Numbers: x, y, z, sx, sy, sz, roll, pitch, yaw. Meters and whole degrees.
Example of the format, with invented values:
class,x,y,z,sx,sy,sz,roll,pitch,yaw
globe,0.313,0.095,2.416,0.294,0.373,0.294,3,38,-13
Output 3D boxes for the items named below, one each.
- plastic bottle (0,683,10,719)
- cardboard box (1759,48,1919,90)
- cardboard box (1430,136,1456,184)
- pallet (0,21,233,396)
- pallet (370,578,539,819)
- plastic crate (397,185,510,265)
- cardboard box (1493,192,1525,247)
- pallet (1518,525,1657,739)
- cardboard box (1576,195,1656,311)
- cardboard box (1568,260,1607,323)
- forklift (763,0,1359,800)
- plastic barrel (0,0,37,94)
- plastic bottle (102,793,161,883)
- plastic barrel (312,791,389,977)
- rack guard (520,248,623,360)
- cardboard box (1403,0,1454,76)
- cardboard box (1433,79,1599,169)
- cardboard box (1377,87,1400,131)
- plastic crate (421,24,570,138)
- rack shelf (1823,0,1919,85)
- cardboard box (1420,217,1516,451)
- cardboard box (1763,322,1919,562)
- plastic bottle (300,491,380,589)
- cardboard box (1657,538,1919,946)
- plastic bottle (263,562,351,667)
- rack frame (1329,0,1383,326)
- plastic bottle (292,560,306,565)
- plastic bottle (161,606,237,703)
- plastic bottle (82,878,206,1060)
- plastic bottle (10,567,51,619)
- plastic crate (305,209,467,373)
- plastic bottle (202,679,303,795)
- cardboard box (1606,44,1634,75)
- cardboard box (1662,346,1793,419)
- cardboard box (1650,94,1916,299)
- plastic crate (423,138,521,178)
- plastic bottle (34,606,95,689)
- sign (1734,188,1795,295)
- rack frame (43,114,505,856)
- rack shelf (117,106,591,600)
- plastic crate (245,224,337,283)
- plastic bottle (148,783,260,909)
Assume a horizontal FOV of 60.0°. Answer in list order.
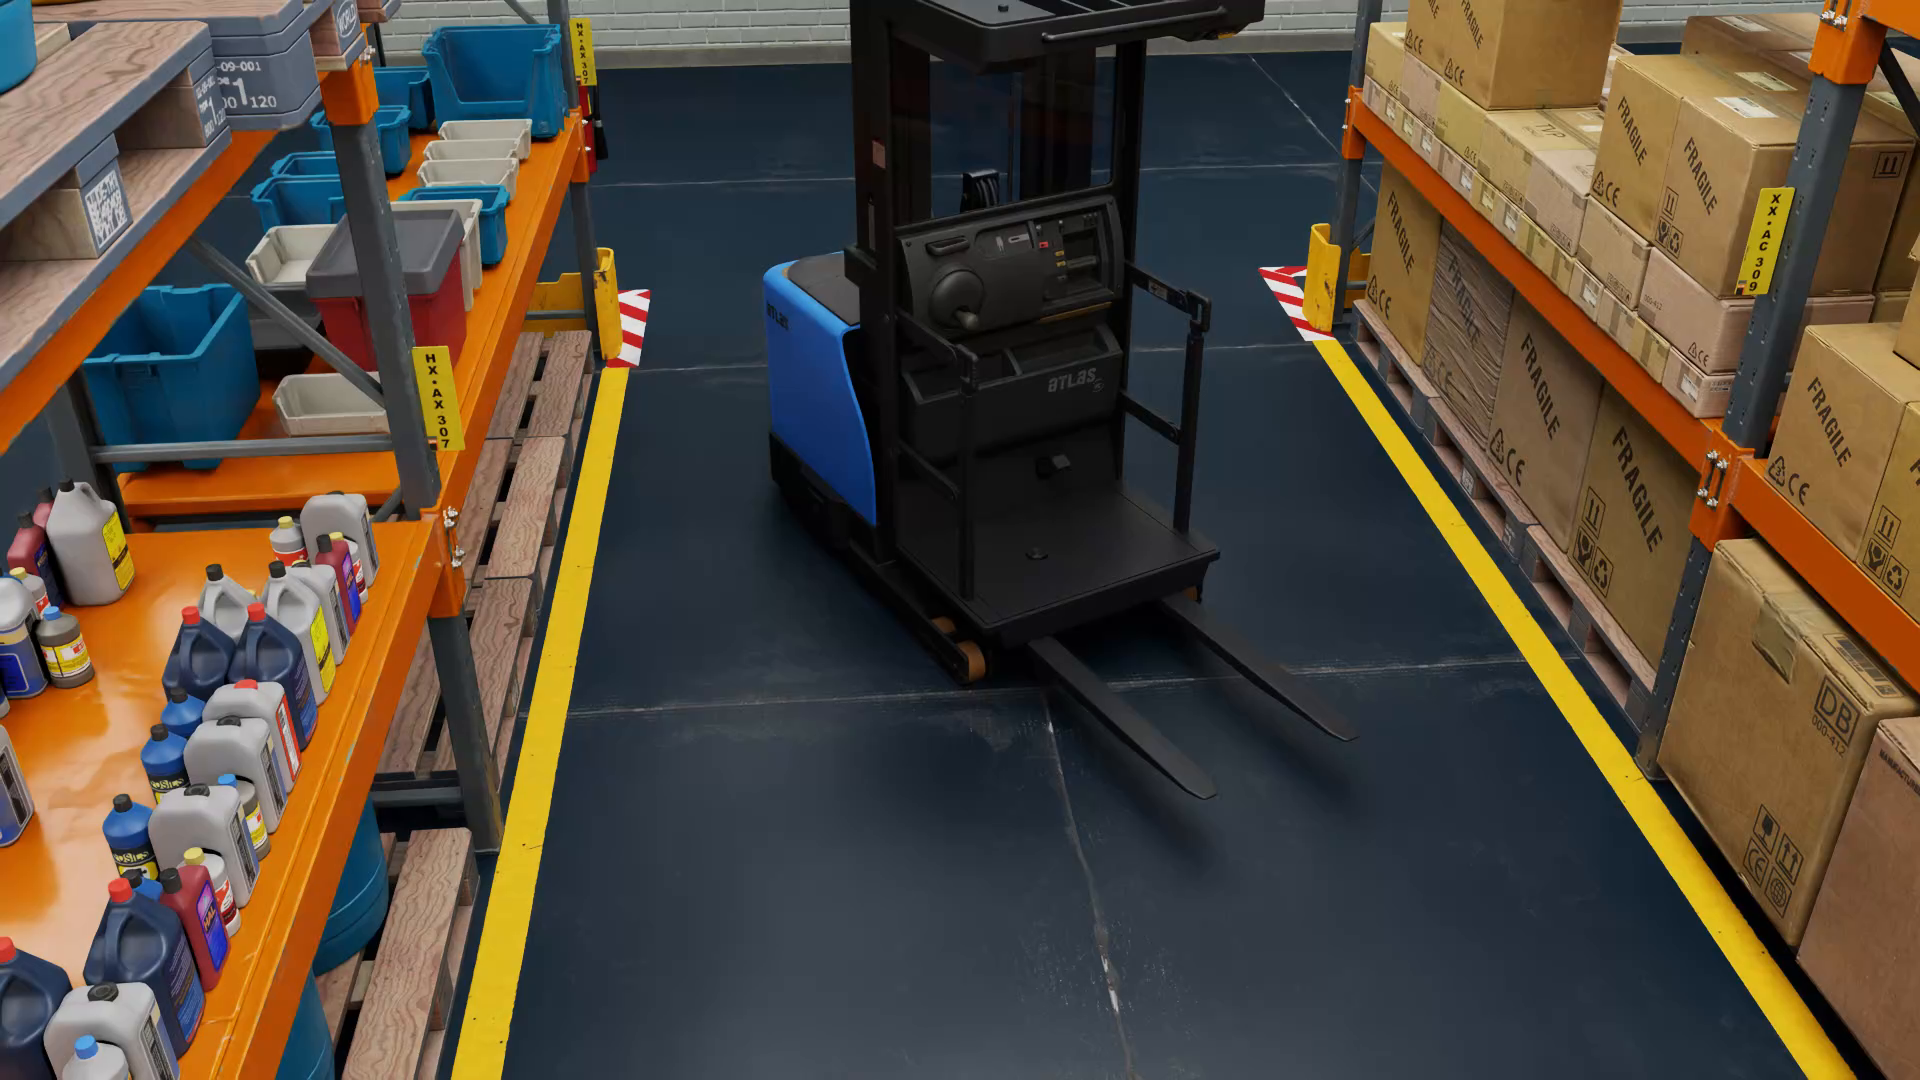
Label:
class,x,y,z,sx,sy,sz,roll,pitch,yaw
plastic bottle,-2.346,0.302,3.944,0.097,0.271,0.097,0,31,0
cardboard box,3.075,-1.386,5.770,0.500,0.500,0.500,-3,31,-5
cardboard box,2.332,-1.705,7.424,0.380,0.149,0.250,-3,31,-6
pallet,-1.748,-0.487,2.399,1.003,0.211,1.213,-3,31,-5
pallet,-2.135,0.569,6.092,1.003,0.211,1.213,-3,31,-5
plastic crate,-1.954,-1.215,6.463,0.416,0.233,0.300,-3,31,-5
cardboard box,2.406,-1.310,6.764,0.380,0.149,0.250,-2,31,-4
pallet,2.910,0.313,6.520,1.003,0.211,1.213,-3,31,-5
cardboard box,2.550,-1.032,5.909,0.500,0.250,0.500,-2,31,-3
cardboard box,2.477,-0.918,6.107,0.380,0.149,0.250,-2,31,-4
forklift,0.317,-0.980,6.033,1.130,2.935,3.031,-17,35,-26
plastic barrel,-1.716,-1.074,2.299,0.600,0.901,0.708,-3,31,-5
plastic bottle,-1.676,0.633,3.391,0.097,0.271,0.097,0,31,0
plastic barrel,-1.994,0.744,4.715,0.600,0.901,0.708,-3,31,-5
rack guard,-2.417,-1.236,8.831,1.175,0.500,0.348,-3,31,-5
cardboard box,2.352,-2.406,7.478,0.500,0.500,0.500,-3,31,-6
cardboard box,2.404,-1.818,7.224,0.500,0.250,0.500,-4,31,-6
cardboard box,2.260,-2.099,8.083,0.380,0.149,0.250,-3,31,-5
plastic crate,-2.184,-2.176,7.875,0.616,0.435,0.499,-3,31,-5
rack shelf,3.090,-0.450,2.855,1.077,0.370,4.000,-3,31,-5
cardboard box,2.754,-1.015,7.686,0.875,0.875,0.875,-3,31,-5
cardboard box,2.697,-0.288,4.710,0.500,0.500,0.500,-3,31,-4
plastic bottle,-1.669,-0.016,4.472,0.152,0.276,0.135,-3,31,-5
cardboard box,2.983,0.566,5.040,1.225,0.875,0.875,-3,31,-4
plastic bottle,-1.635,0.171,4.160,0.152,0.276,0.135,-3,31,-5
rack frame,2.530,-2.534,8.568,1.000,3.000,0.127,-3,31,-5
plastic bottle,-1.679,0.145,4.276,0.097,0.201,0.097,0,31,0
plastic bottle,-1.742,0.321,3.835,0.144,0.351,0.185,-3,31,-5
plastic bottle,-1.513,0.782,3.063,0.144,0.351,0.185,-3,31,-5
plastic bottle,-2.377,0.164,4.244,0.097,0.201,0.097,0,31,0
plastic crate,-1.862,-0.776,5.503,0.402,0.464,0.583,-3,31,-5
plastic bottle,-1.588,0.428,3.729,0.152,0.276,0.135,-3,31,-5
cardboard box,2.886,-2.104,7.703,0.500,0.250,0.500,-3,31,-5
cardboard box,2.549,-0.524,5.447,0.380,0.149,0.250,-3,31,-4
cardboard box,2.594,-1.099,5.290,0.500,0.500,0.500,-2,31,-3
plastic crate,-2.132,-1.653,7.291,0.396,0.136,0.243,-3,31,-5
plastic bottle,-2.207,0.256,4.089,0.097,0.201,0.097,0,31,0
sign,2.351,-0.870,4.861,0.100,0.325,0.005,-3,31,-5
rack frame,-2.028,-0.255,4.751,1.000,3.000,0.127,-3,31,-5
rack shelf,-2.215,-0.967,6.645,1.077,0.370,4.000,-3,31,-5
plastic crate,-2.490,-1.042,6.268,0.293,0.136,0.466,-3,31,-5
plastic bottle,-1.554,0.615,3.416,0.152,0.276,0.135,-3,31,-5
